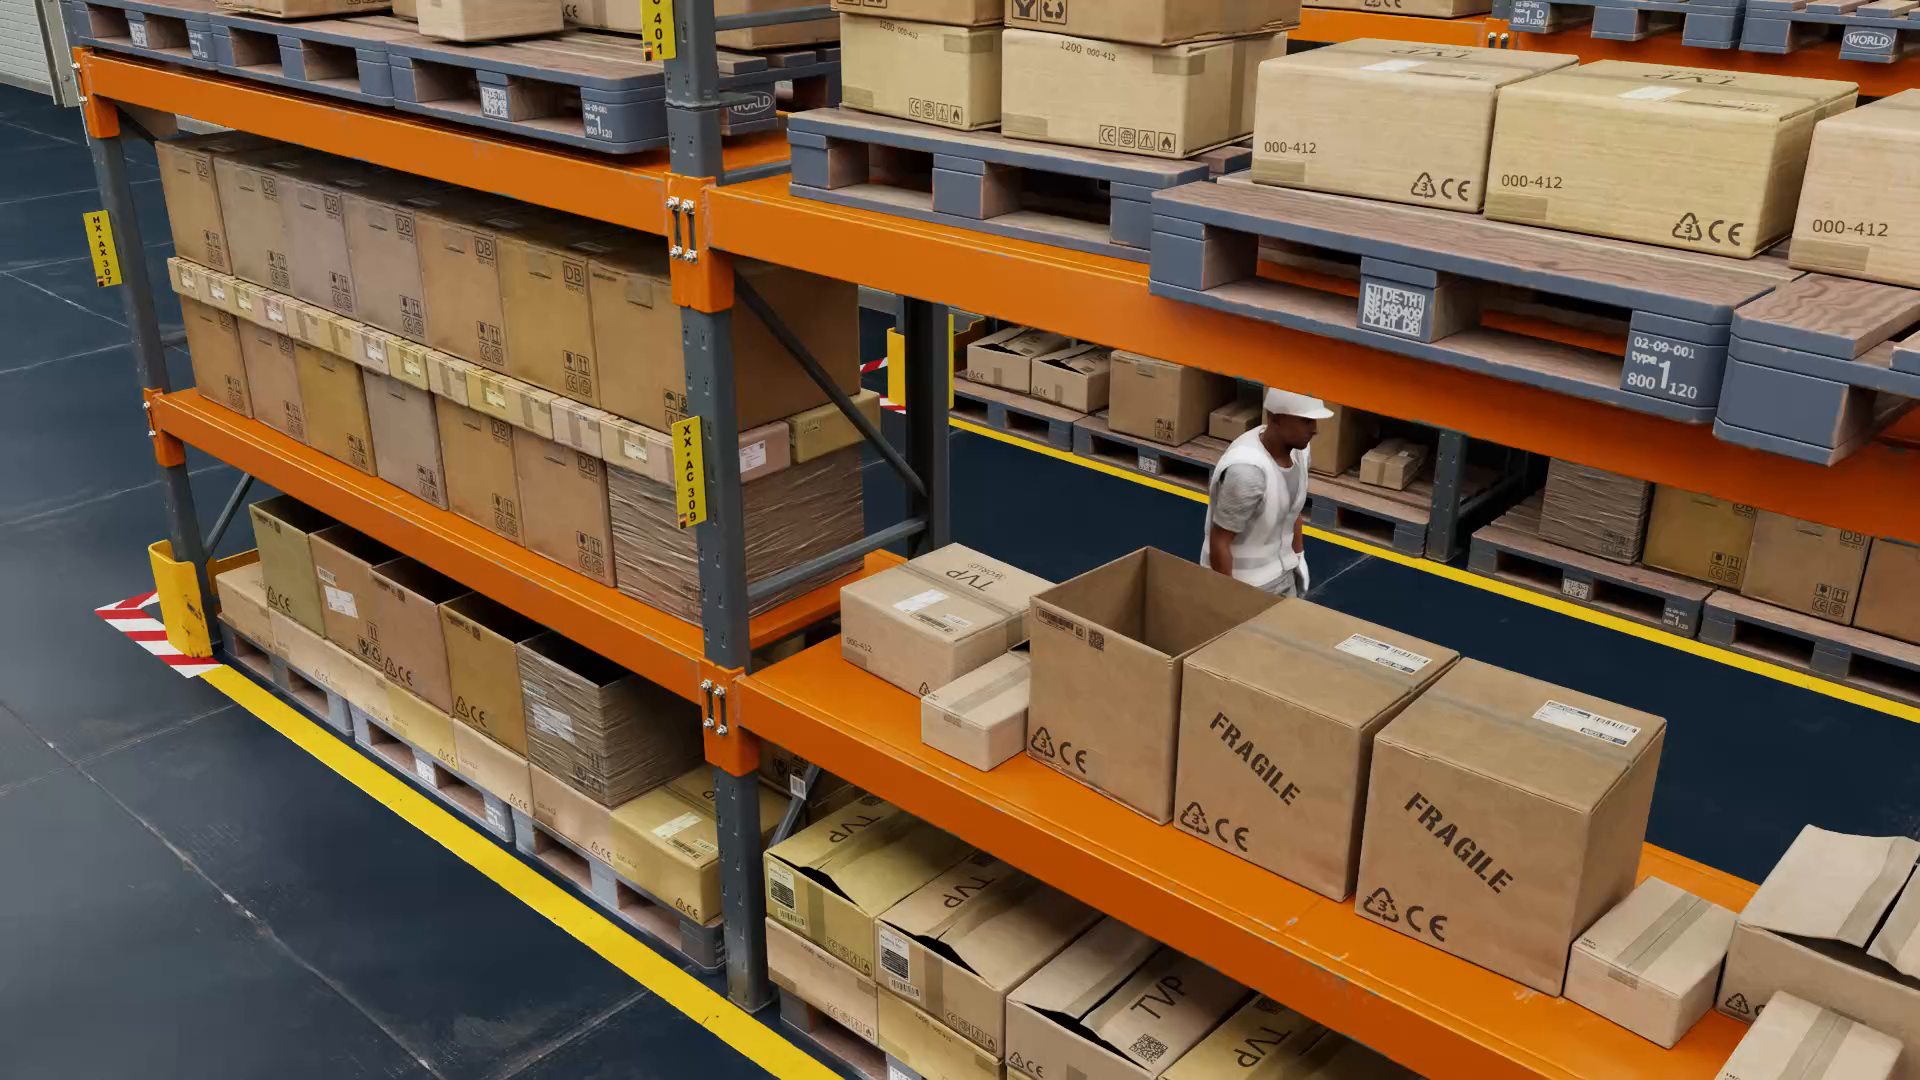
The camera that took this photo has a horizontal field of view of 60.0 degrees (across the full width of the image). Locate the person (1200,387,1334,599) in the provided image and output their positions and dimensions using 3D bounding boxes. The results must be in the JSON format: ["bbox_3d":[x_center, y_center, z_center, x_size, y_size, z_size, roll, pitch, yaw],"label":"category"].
[{"bbox_3d":[1.211,0.174,6.692,0.453,1.773,0.629,19,30,37],"label":"person"}]
